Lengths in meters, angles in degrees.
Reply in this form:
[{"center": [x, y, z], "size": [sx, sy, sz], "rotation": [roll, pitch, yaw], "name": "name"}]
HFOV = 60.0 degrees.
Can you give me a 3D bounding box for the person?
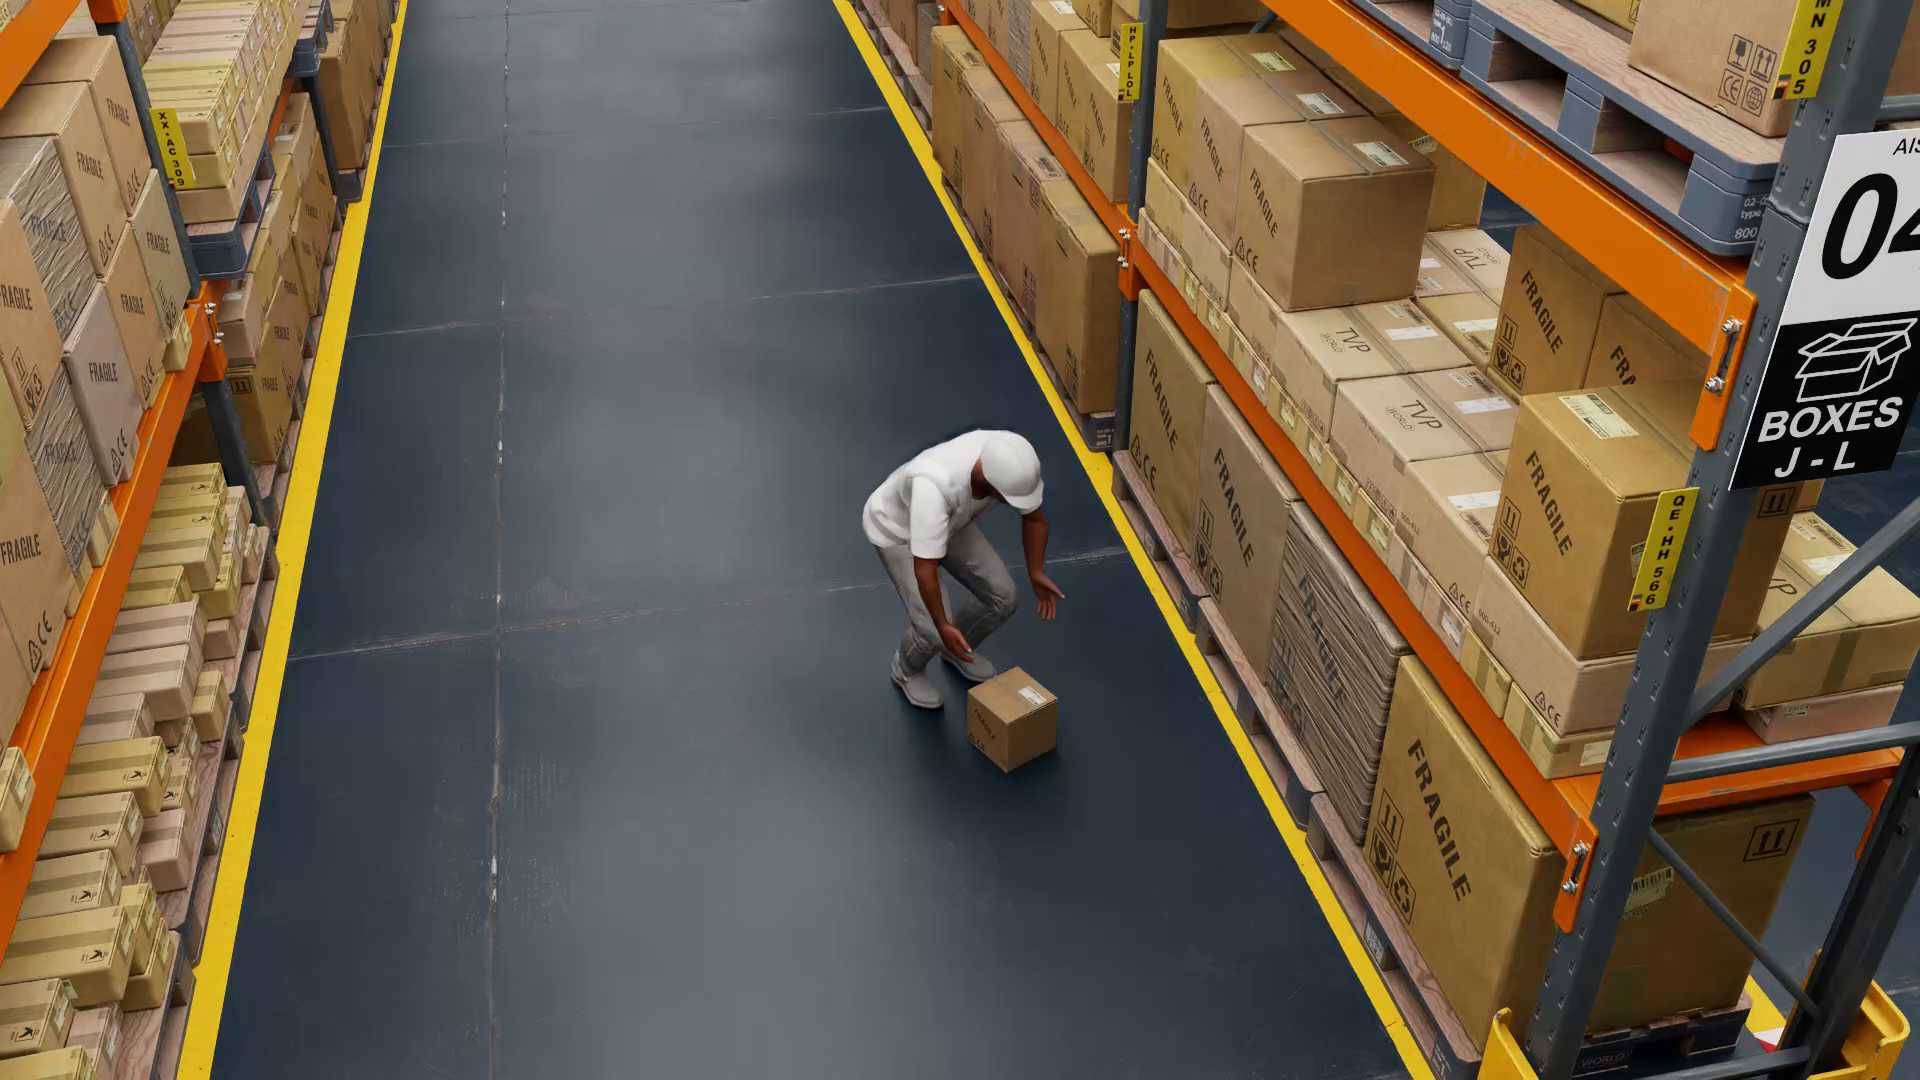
[{"center": [0.006, 0.049, 6.454], "size": [0.629, 1.313, 0.805], "rotation": [-23, 40, -30], "name": "person"}]
